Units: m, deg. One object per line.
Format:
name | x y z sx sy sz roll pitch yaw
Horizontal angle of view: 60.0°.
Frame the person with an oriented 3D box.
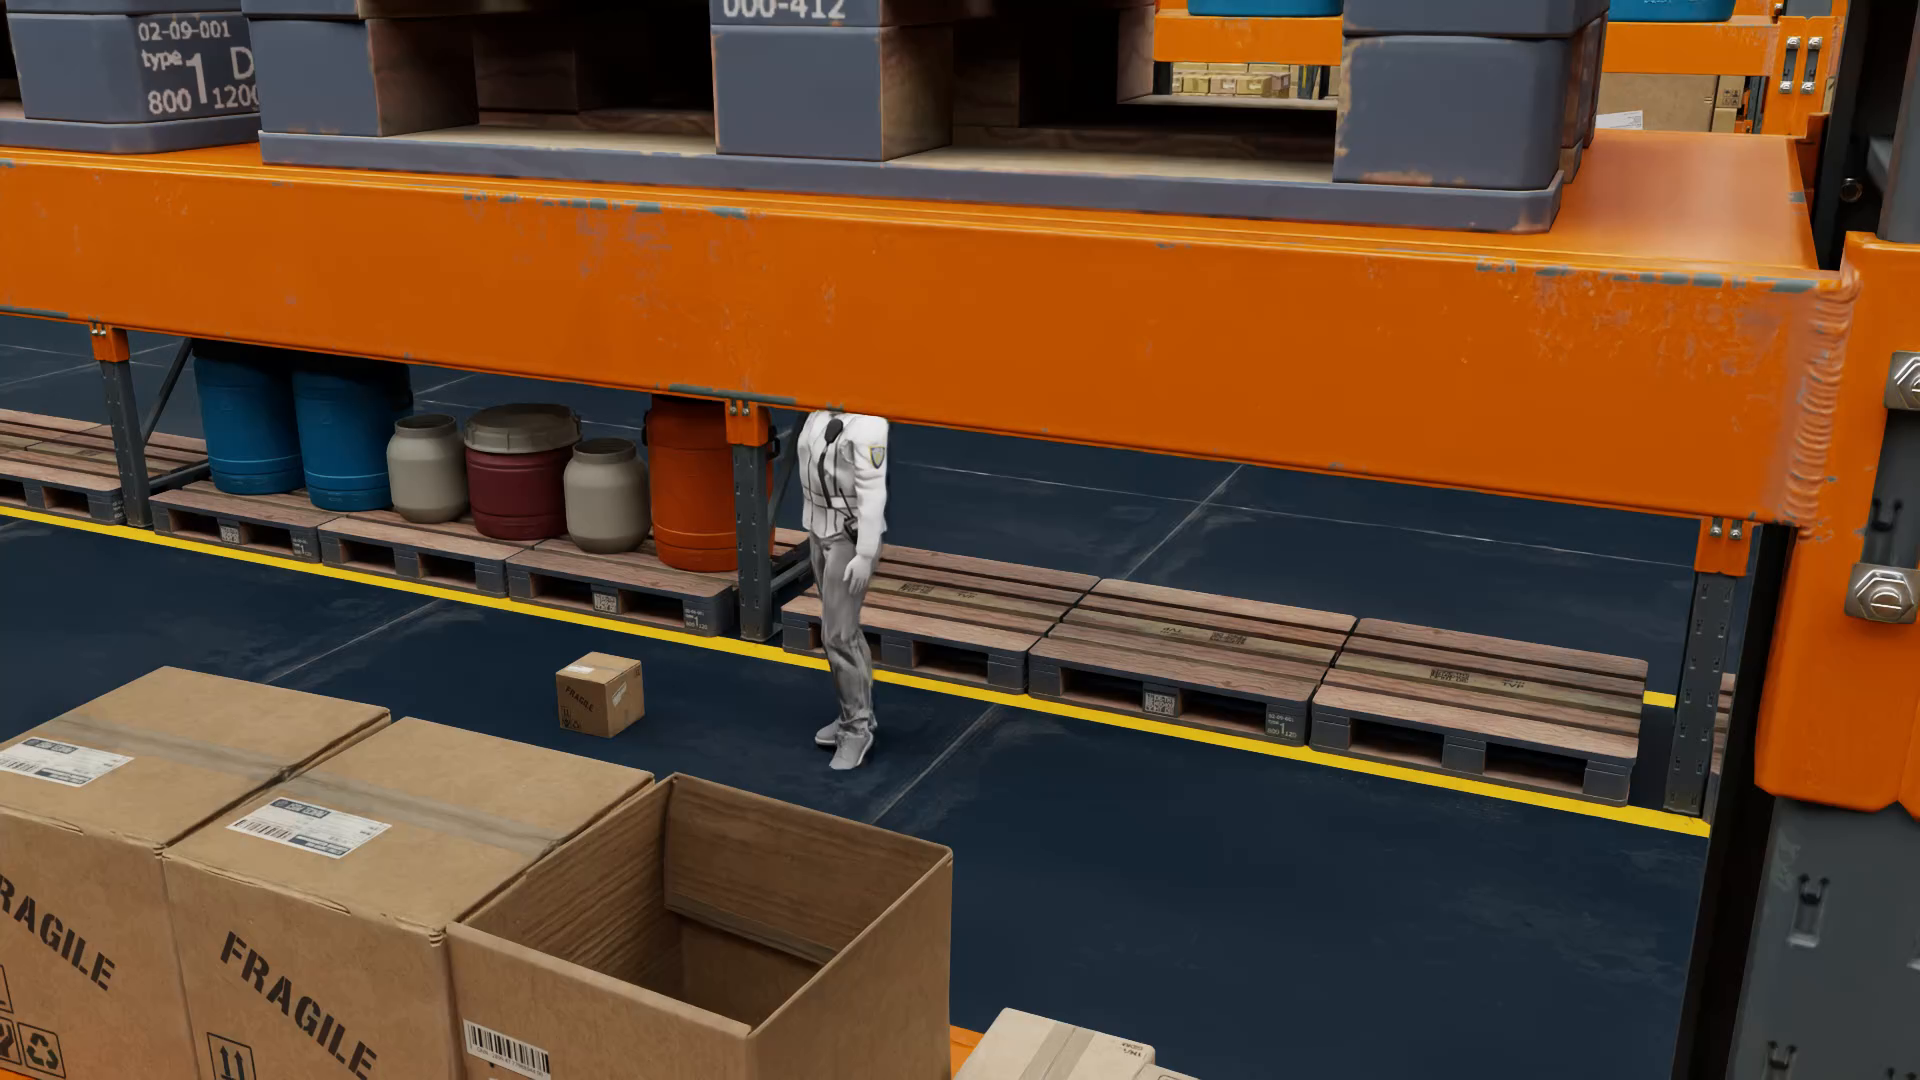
person | -0.496 0.043 6.490 0.421 1.739 0.531 -10 21 -26
